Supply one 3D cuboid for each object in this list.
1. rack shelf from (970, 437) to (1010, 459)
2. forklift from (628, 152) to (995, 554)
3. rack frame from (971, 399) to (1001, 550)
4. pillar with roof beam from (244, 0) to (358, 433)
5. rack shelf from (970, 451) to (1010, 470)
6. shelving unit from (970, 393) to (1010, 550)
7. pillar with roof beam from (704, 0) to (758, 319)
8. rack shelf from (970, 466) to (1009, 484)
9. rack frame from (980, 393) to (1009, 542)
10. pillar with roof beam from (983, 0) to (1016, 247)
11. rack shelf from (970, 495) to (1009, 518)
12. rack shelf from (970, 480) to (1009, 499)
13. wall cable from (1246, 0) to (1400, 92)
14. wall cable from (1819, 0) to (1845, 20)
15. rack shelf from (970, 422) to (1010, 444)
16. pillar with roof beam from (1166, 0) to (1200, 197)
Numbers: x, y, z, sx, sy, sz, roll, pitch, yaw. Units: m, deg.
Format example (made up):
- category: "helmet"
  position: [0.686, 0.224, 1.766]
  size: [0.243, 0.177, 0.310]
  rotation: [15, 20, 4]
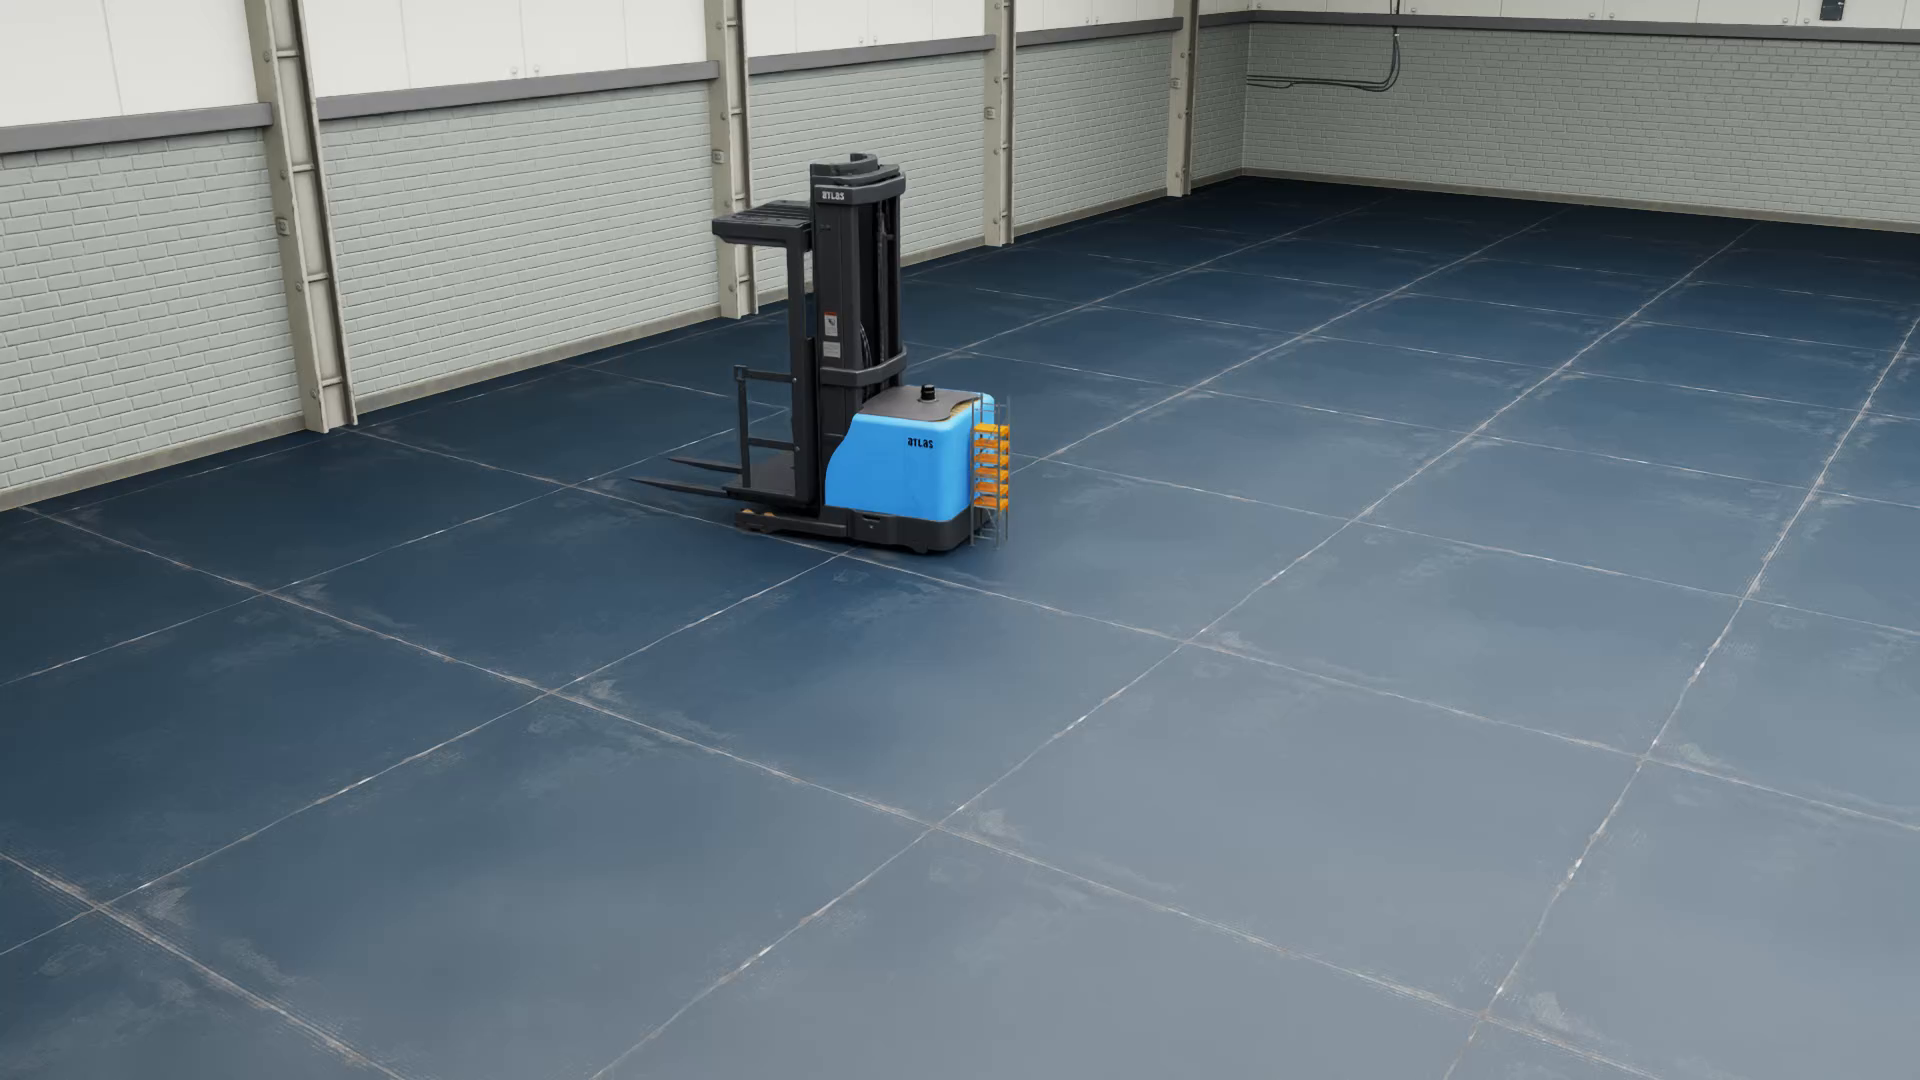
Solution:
- category: "rack shelf"
  position: [0.233, -0.715, 12.904]
  size: [0.258, 0.103, 0.180]
  rotation: [8, 22, 22]
- category: "forklift"
  position: [-1.278, -1.585, 13.324]
  size: [3.031, 2.935, 1.130]
  rotation: [8, 22, 22]
- category: "rack frame"
  position: [0.197, -0.502, 12.893]
  size: [0.240, 1.200, 0.006]
  rotation: [8, 22, 22]
- category: "pillar with roof beam"
  position: [-2.594, -4.497, 12.451]
  size: [9.100, 9.000, 0.400]
  rotation: [13, 24, 32]
- category: "rack shelf"
  position: [0.233, -0.603, 12.946]
  size: [0.258, 0.103, 0.180]
  rotation: [8, 22, 22]
- category: "shelving unit"
  position: [0.233, -0.532, 12.972]
  size: [0.258, 1.200, 0.189]
  rotation: [8, 22, 22]
- category: "pillar with roof beam"
  position: [0.779, -6.219, 17.106]
  size: [9.100, 9.000, 0.400]
  rotation: [13, 24, 32]
- category: "rack shelf"
  position: [0.233, -0.490, 12.988]
  size: [0.258, 0.103, 0.180]
  rotation: [8, 22, 22]
- category: "rack frame"
  position: [0.269, -0.561, 13.051]
  size: [0.240, 1.200, 0.006]
  rotation: [8, 22, 22]
- category: "pillar with roof beam"
  position: [4.152, -7.940, 21.760]
  size: [9.100, 9.000, 0.400]
  rotation: [13, 24, 32]
- category: "rack shelf"
  position: [0.233, -0.265, 13.071]
  size: [0.258, 0.103, 0.180]
  rotation: [8, 22, 22]
- category: "rack shelf"
  position: [0.233, -0.378, 13.030]
  size: [0.258, 0.103, 0.180]
  rotation: [8, 22, 22]
- category: "wall cable"
  position: [6.714, -9.632, 30.810]
  size: [3.097, 2.526, 0.112]
  rotation: [13, 24, 32]
- category: "wall cable"
  position: [14.557, -10.828, 24.664]
  size: [2.305, 6.003, 0.169]
  rotation: [13, 24, 32]
- category: "rack shelf"
  position: [0.234, -0.828, 12.863]
  size: [0.258, 0.103, 0.180]
  rotation: [8, 22, 22]
- category: "pillar with roof beam"
  position: [7.525, -9.662, 26.414]
  size: [9.100, 9.000, 0.400]
  rotation: [13, 24, 32]
